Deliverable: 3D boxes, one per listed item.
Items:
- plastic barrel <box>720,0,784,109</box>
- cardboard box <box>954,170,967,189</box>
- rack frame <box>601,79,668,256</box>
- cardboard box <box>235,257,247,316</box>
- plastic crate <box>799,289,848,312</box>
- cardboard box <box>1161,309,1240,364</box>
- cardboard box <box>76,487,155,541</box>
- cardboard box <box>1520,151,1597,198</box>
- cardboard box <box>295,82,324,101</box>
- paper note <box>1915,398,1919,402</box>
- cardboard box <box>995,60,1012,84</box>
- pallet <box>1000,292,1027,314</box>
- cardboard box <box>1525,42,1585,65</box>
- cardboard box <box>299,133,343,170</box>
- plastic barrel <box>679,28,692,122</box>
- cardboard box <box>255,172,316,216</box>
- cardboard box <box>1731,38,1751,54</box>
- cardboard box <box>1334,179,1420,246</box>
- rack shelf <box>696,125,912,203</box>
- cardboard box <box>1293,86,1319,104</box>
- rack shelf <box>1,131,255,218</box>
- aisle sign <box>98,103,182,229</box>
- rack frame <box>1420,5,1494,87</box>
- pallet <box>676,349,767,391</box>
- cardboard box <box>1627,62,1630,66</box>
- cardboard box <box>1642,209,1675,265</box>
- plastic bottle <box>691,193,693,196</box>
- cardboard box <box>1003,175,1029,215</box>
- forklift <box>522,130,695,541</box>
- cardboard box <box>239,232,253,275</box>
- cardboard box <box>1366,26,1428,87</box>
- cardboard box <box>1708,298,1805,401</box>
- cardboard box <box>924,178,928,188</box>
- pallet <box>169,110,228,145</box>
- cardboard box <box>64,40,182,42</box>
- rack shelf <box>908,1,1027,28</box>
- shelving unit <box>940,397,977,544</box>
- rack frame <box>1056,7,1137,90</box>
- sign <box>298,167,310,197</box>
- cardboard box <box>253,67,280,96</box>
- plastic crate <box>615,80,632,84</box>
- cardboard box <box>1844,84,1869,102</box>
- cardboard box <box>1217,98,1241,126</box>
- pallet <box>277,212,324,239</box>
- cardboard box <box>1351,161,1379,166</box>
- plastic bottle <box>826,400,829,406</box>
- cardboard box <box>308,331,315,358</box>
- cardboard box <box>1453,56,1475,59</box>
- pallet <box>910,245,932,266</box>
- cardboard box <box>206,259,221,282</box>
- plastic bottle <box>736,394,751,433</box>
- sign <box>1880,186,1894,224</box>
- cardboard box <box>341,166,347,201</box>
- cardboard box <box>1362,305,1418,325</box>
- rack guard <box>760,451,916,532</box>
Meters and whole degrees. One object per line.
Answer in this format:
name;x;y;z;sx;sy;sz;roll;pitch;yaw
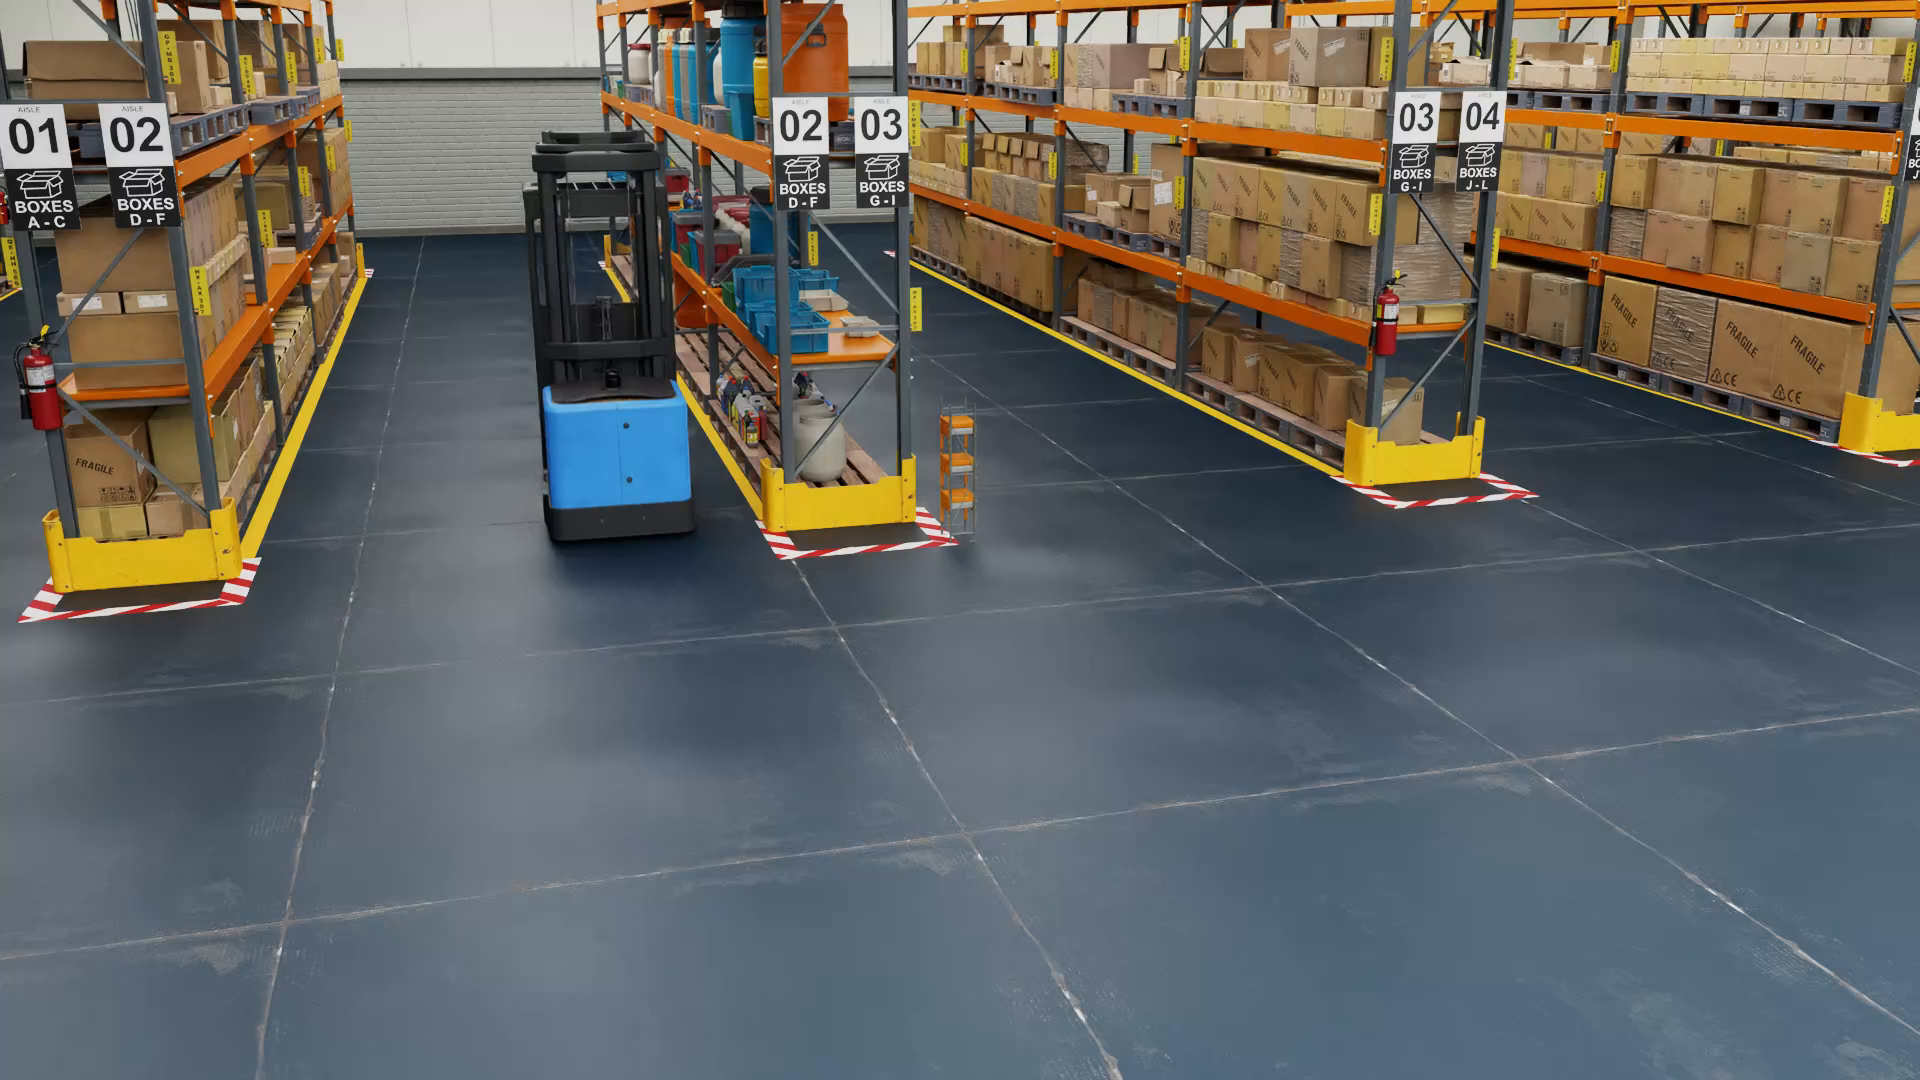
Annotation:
plastic barrel;-1.798;-4.266;14.626;0.600;0.901;0.708;-5;17;-15
cardboard box;0.221;-5.449;25.121;0.500;0.250;0.500;-5;17;-16
rack frame;-5.267;-5.992;27.185;1.000;3.000;0.127;-5;17;-15
cardboard box;-6.605;-2.207;14.413;0.700;0.500;0.500;-5;17;-17
plastic crate;-1.279;-2.117;14.744;0.530;0.136;0.437;-5;17;-15
cardboard box;2.645;-2.249;18.306;0.700;0.500;0.500;-6;18;-20
cardboard box;-6.065;-0.185;11.902;0.500;0.250;0.500;-5;17;-15
cardboard box;7.166;-4.374;19.887;0.700;0.500;0.500;-5;17;-15
cardboard box;-8.827;-6.013;22.304;0.500;0.250;0.500;-5;17;-15
paper note;9.902;-1.455;17.247;0.144;0.017;0.142;1;17;4
cardboard box;0.810;-6.561;23.292;0.500;0.311;0.500;-5;18;-17
pallet;1.218;-3.396;23.390;1.003;0.211;1.213;-5;17;-15
cardboard box;7.238;-5.809;20.286;0.500;0.500;0.500;-5;17;-15
cardboard box;-9.216;-5.602;23.975;0.500;0.500;0.500;-4;17;-14
plastic barrel;-2.497;-4.653;16.644;0.600;0.901;0.600;0;17;0
cardboard box;-8.386;-4.260;20.516;0.700;0.500;0.500;-10;19;-29
cardboard box;7.782;-4.827;16.240;0.380;0.149;0.250;-5;17;-16
cardboard box;3.504;-2.759;13.995;0.500;0.500;0.500;-5;17;-15
rack shelf;-1.419;-3.211;13.965;1.077;0.370;4.000;-5;17;-15
cardboard box;3.166;-3.926;14.661;0.380;0.149;0.250;-6;18;-18
rack shelf;-6.183;-2.821;12.665;1.077;0.370;4.000;-5;17;-15
aisle sign;-5.321;-2.426;10.797;0.394;0.787;0.004;-5;17;-15
rack frame;6.491;-7.408;21.471;1.000;3.000;0.127;-5;17;-15
pallet;-2.561;-1.889;18.374;1.003;0.211;1.213;-5;17;-15
cardboard box;10.289;-7.101;25.166;0.396;0.266;0.258;-3;17;-11
cardboard box;7.876;-3.249;17.792;0.875;0.550;0.550;-5;17;-15
plastic bottle;-3.648;-4.641;22.905;0.152;0.276;0.135;-5;17;-15
cardboard box;0.904;-4.758;22.903;0.500;0.500;0.500;-4;17;-14
forklift;-2.859;-1.781;13.285;1.130;2.935;3.031;-4;17;-14
cardboard box;-7.073;-2.689;16.017;0.500;0.500;0.500;-3;17;-11
cardboard box;3.744;-4.256;14.632;0.500;0.500;0.500;-5;17;-15
cardboard box;8.196;-1.931;16.629;0.875;0.875;0.875;-5;17;-16
cardboard box;-0.369;-5.783;26.927;0.380;0.149;0.250;-5;17;-16
pallet;-6.142;-3.105;12.516;1.003;0.211;1.213;-5;17;-15
cardboard box;-6.401;-3.571;12.758;0.797;0.503;0.637;-3;17;-9
rack shelf;0.045;-8.167;25.945;1.077;0.370;4.000;-5;17;-15
shelving unit;-0.014;-0.518;12.350;0.215;1.050;0.252;-5;17;-15
rack frame;1.694;-7.044;20.259;1.000;3.000;0.127;-5;17;-15
sign;-7.299;-3.988;18.500;0.100;0.325;0.005;-5;17;-15
cardboard box;-7.984;-4.991;18.465;0.910;0.500;0.500;-5;17;-15
plastic crate;-4.725;-6.468;23.848;0.416;0.233;0.300;-5;17;-15
cardboard box;8.204;-4.022;14.946;0.380;0.149;0.250;-5;17;-15
cardboard box;2.821;-4.138;16.061;0.500;0.250;0.500;-5;17;-16
pallet;-8.371;-3.834;20.335;1.003;0.211;1.213;-5;17;-15
cardboard box;5.700;-5.215;23.273;0.380;0.149;0.250;-4;17;-14
plastic bottle;-1.190;-1.119;14.940;0.097;0.271;0.097;0;17;0
cardboard box;-7.453;-2.146;18.433;0.500;0.250;0.500;-4;17;-14
cardboard box;9.234;-8.663;30.221;0.500;0.250;0.500;-6;18;-20
pallet;-0.209;-4.833;28.174;1.003;0.211;1.213;-5;17;-15
cardboard box;-5.956;-2.085;12.877;0.380;0.149;0.250;-5;17;-15
plastic bottle;-1.926;-1.137;14.863;0.144;0.351;0.185;-4;17;-13
sign;8.164;-2.951;14.637;0.100;0.325;0.005;-5;17;-15
cardboard box;-9.368;-5.265;24.592;0.500;0.500;0.500;-5;17;-15
cardboard box;3.616;-1.900;13.999;0.380;0.149;0.250;-5;17;-15
rack guard;-0.936;-0.386;12.868;1.175;0.500;0.348;-5;17;-15
